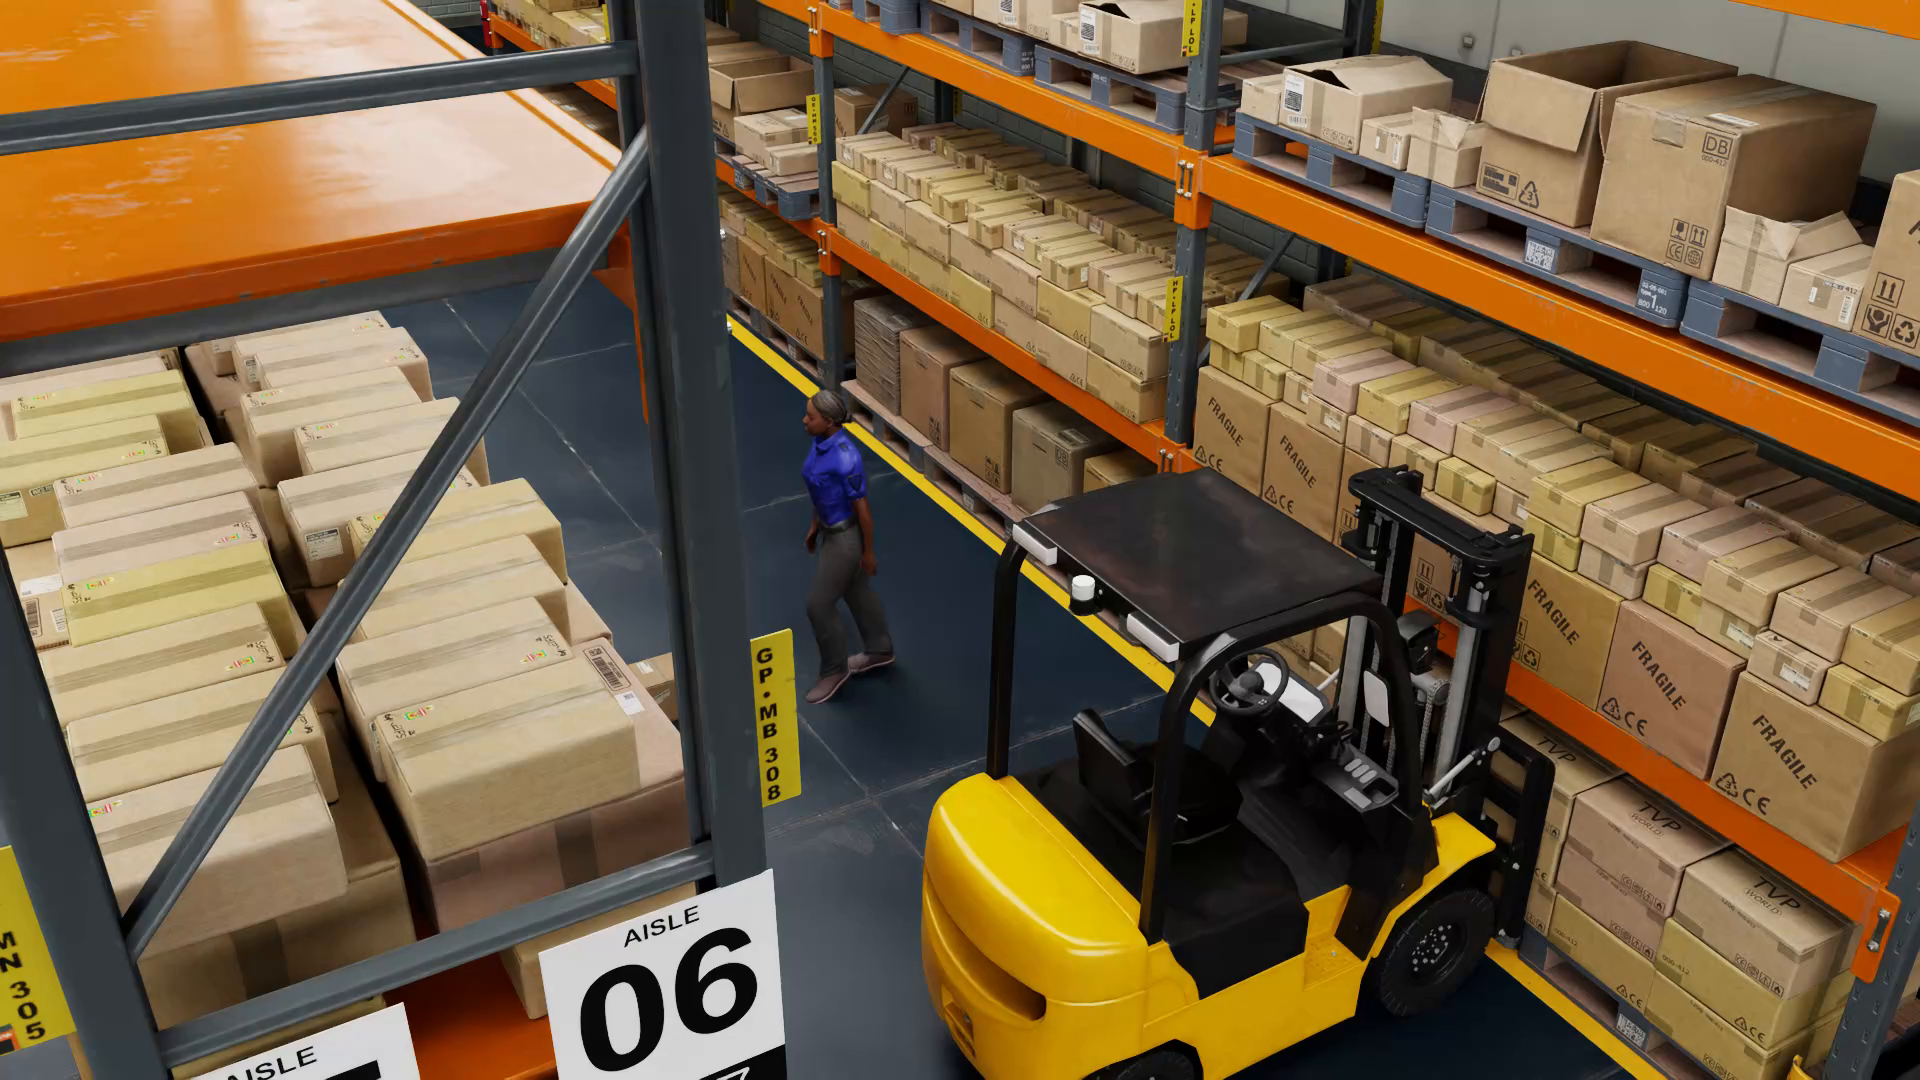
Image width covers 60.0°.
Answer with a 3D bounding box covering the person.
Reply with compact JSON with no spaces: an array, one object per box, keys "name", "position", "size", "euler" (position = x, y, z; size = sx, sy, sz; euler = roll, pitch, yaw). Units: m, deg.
[{"name":"person","position":[-0.609,0.008,8.558],"size":[0.530,1.694,0.465],"euler":[-8,30,-14]}]
